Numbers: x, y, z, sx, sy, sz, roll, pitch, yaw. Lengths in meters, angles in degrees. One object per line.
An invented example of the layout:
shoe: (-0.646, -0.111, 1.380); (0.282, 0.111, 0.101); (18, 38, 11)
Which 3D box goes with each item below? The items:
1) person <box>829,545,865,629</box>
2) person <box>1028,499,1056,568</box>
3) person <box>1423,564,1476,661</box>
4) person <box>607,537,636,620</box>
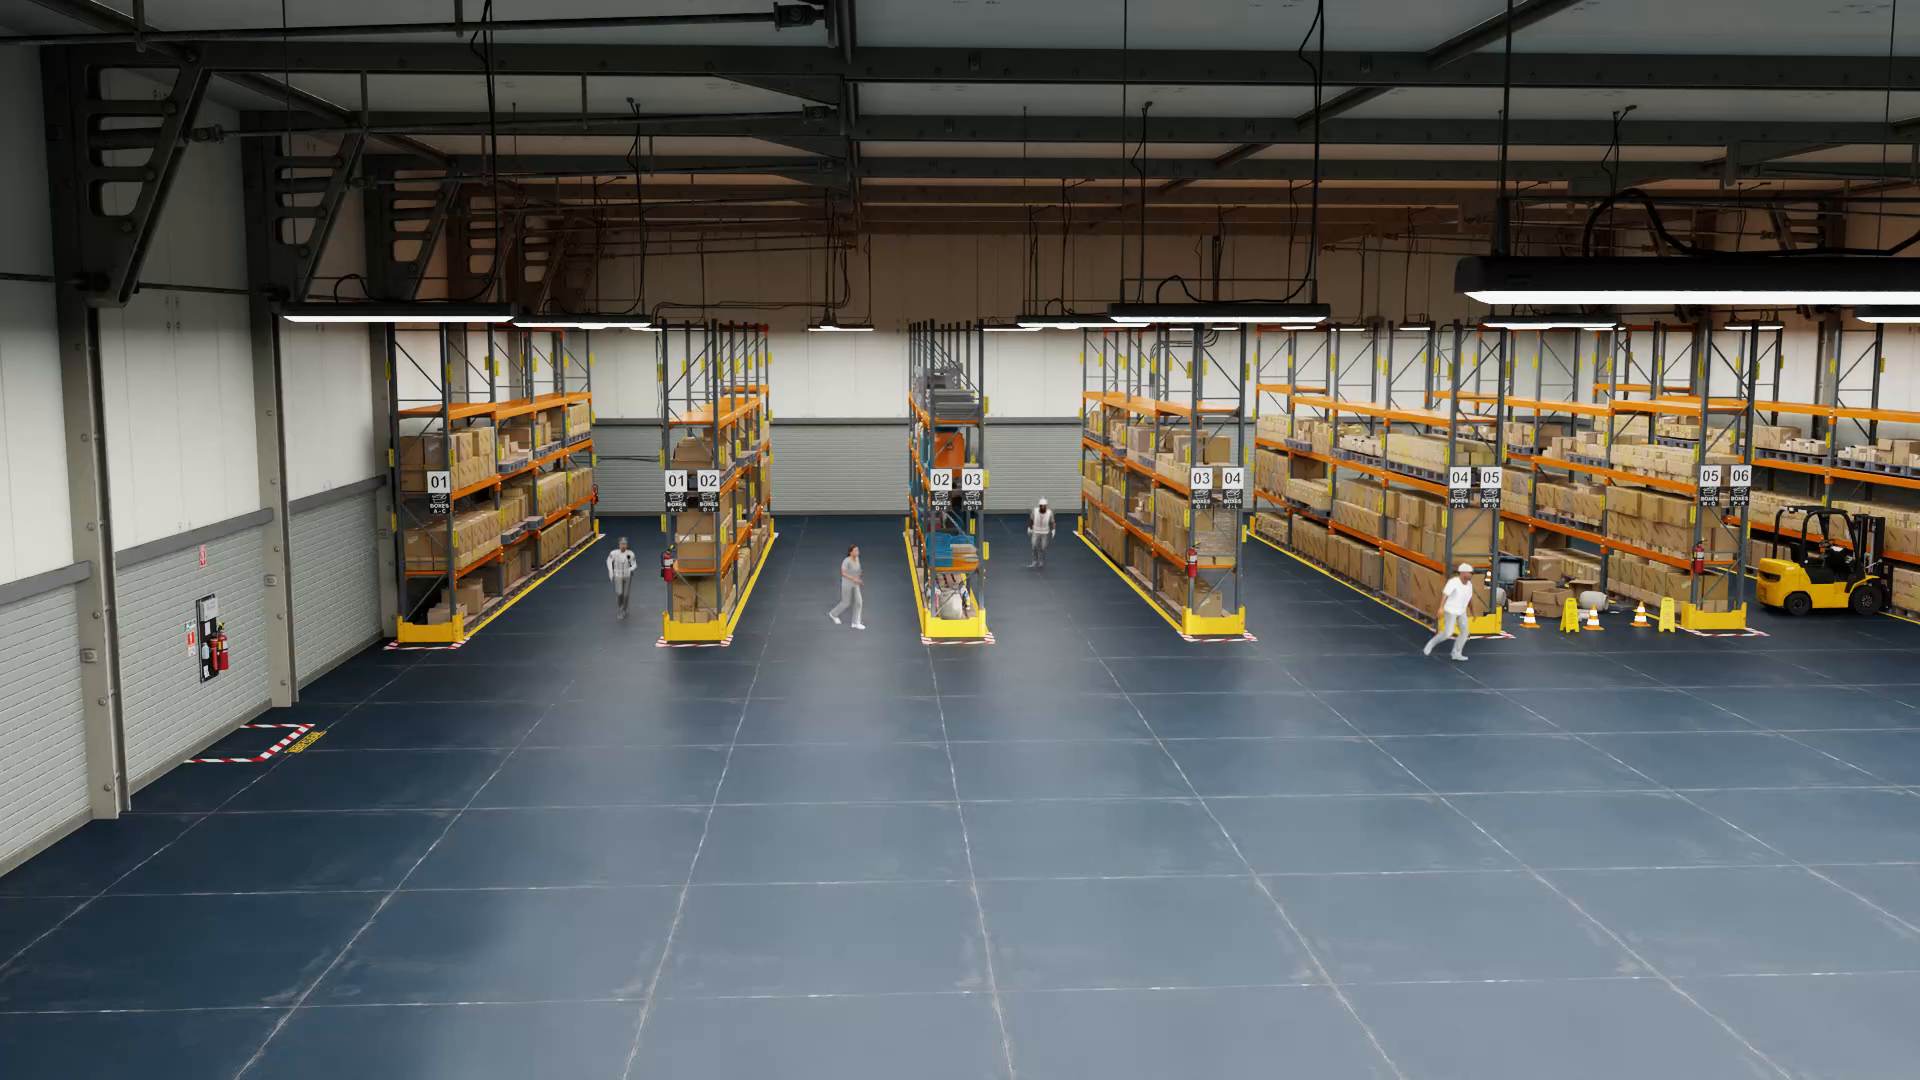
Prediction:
person: (-2.187, 0.886, 32.220); (0.872, 1.632, 0.552); (6, 9, 42)
person: (2.001, -0.170, 40.722); (0.666, 1.713, 0.790); (0, 7, -1)
person: (8.658, 1.256, 29.362); (0.773, 1.703, 0.757); (-5, 9, -37)
person: (-6.814, 0.769, 33.566); (0.560, 1.697, 0.803); (-2, 7, -17)
